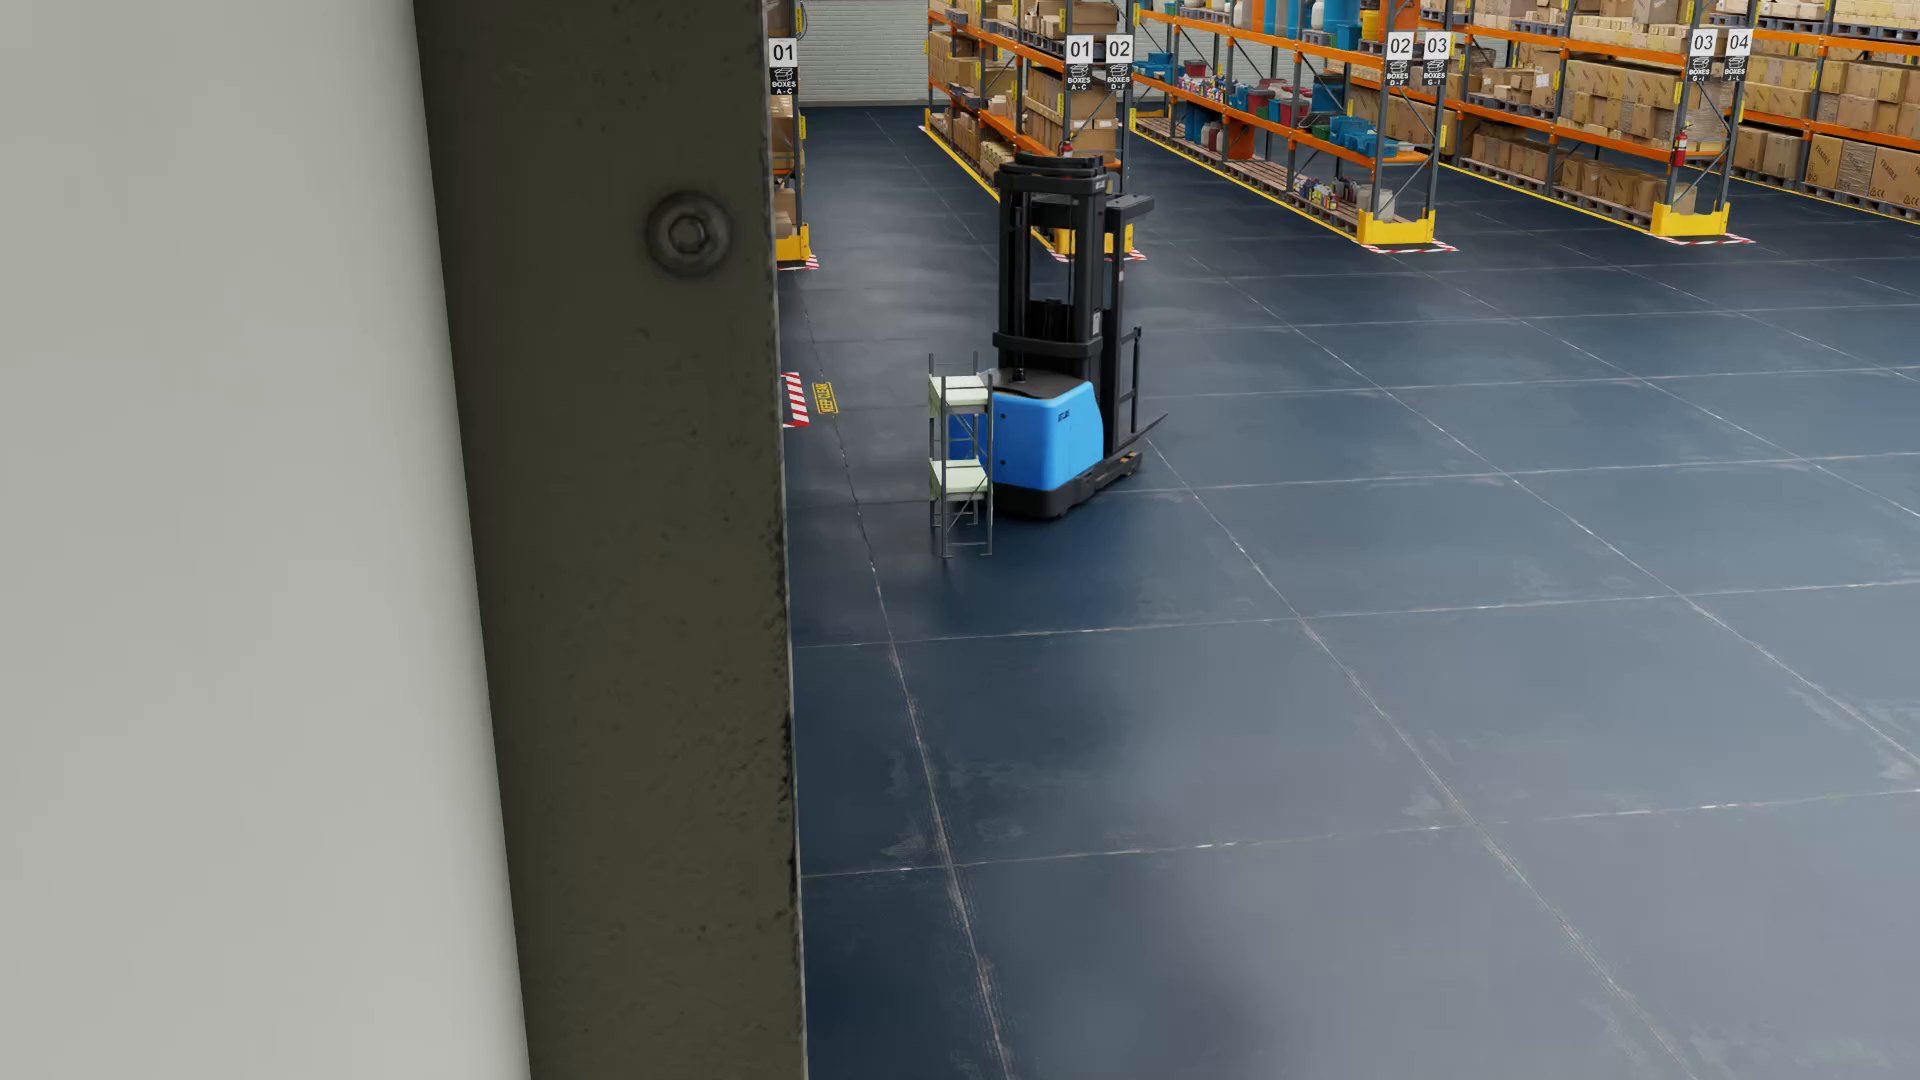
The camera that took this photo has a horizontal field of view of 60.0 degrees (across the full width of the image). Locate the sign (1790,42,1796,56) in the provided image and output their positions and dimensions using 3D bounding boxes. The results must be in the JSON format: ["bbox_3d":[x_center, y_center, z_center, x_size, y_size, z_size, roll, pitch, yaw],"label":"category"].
[{"bbox_3d":[19.378,-11.435,38.696,0.100,0.325,0.005,-3,21,-8],"label":"sign"}]

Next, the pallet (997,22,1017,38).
[{"bbox_3d":[1.245,-9.337,30.412,1.003,0.211,1.213,-2,21,-5],"label":"pallet"}]

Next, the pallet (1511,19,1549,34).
[{"bbox_3d":[11.138,-9.647,31.239,1.213,0.211,1.003,-3,21,-8],"label":"pallet"}]

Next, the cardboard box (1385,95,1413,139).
[{"bbox_3d":[10.233,-9.502,37.307,1.225,0.875,0.875,-3,21,-8],"label":"cardboard box"}]

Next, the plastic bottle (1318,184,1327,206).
[{"bbox_3d":[6.194,-5.890,28.355,0.144,0.351,0.185,-2,21,-6],"label":"plastic bottle"}]

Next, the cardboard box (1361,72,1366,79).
[{"bbox_3d":[9.604,-10.849,38.836,0.380,0.149,0.250,-3,21,-7],"label":"cardboard box"}]

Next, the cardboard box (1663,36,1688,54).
[{"bbox_3d":[11.530,-7.856,26.389,0.500,0.250,0.500,-2,21,-6],"label":"cardboard box"}]

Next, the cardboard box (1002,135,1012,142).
[{"bbox_3d":[1.111,-7.845,33.378,0.500,0.500,0.500,-2,21,-5],"label":"cardboard box"}]

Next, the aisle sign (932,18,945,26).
[{"bbox_3d":[-0.560,-12.635,39.542,0.394,0.787,0.004,-3,21,-8],"label":"aisle sign"}]

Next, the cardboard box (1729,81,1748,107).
[{"bbox_3d":[15.566,-8.879,33.059,0.500,0.500,0.500,-3,21,-8],"label":"cardboard box"}]

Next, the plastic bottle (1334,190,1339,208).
[{"bbox_3d":[6.347,-5.758,28.100,0.061,0.283,0.133,-3,21,-8],"label":"plastic bottle"}]

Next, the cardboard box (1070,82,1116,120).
[{"bbox_3d":[1.985,-6.704,25.380,0.700,0.500,0.500,-3,21,-8],"label":"cardboard box"}]

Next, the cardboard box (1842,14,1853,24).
[{"bbox_3d":[15.952,-9.265,29.564,0.380,0.149,0.250,-3,21,-8],"label":"cardboard box"}]

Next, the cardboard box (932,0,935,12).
[{"bbox_3d":[-0.377,-12.379,38.499,0.500,0.250,0.500,-3,21,-8],"label":"cardboard box"}]

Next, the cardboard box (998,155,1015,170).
[{"bbox_3d":[0.978,-6.903,30.440,0.500,0.311,0.500,-3,21,-8],"label":"cardboard box"}]

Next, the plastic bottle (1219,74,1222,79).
[{"bbox_3d":[5.676,-9.947,36.131,0.144,0.351,0.185,-3,21,-8],"label":"plastic bottle"}]

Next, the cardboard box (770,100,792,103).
[{"bbox_3d":[-2.917,-6.797,26.741,0.500,0.500,0.500,-4,21,-9],"label":"cardboard box"}]

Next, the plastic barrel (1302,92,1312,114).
[{"bbox_3d":[6.452,-7.908,30.407,0.433,0.535,0.433,0,20,0],"label":"plastic barrel"}]

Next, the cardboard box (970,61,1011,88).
[{"bbox_3d":[0.633,-9.658,34.545,0.700,0.500,0.500,-8,22,-21],"label":"cardboard box"}]

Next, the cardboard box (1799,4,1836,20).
[{"bbox_3d":[15.937,-9.782,30.803,0.500,0.250,0.500,-3,21,-7],"label":"cardboard box"}]

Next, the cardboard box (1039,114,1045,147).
[{"bbox_3d":[1.692,-6.791,27.467,0.700,0.500,0.500,-3,21,-7],"label":"cardboard box"}]

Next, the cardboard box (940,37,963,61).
[{"bbox_3d":[-0.161,-11.052,37.448,0.500,0.500,0.500,-3,21,-7],"label":"cardboard box"}]

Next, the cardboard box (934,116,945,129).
[{"bbox_3d":[-0.317,-9.777,38.908,0.500,0.250,0.500,-3,21,-8],"label":"cardboard box"}]

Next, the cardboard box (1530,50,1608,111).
[{"bbox_3d":[11.298,-8.512,30.760,1.000,1.000,1.000,-3,21,-7],"label":"cardboard box"}]

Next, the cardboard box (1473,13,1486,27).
[{"bbox_3d":[10.513,-10.296,32.923,0.500,0.250,0.500,-3,21,-7],"label":"cardboard box"}]

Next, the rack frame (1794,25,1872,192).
[{"bbox_3d":[16.197,-7.967,30.759,1.000,3.000,0.127,-3,21,-8],"label":"rack frame"}]

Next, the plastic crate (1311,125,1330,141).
[{"bbox_3d":[6.289,-6.918,28.255,0.450,0.188,0.662,-3,21,-8],"label":"plastic crate"}]

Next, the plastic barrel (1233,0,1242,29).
[{"bbox_3d":[5.538,-10.221,32.349,0.421,0.512,0.421,0,20,0],"label":"plastic barrel"}]

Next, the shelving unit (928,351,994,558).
[{"bbox_3d":[0.001,-0.700,13.448,0.431,1.500,0.755,-3,21,-8],"label":"shelving unit"}]

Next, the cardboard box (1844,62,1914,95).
[{"bbox_3d":[16.410,-8.229,29.703,0.875,0.550,0.550,-3,21,-8],"label":"cardboard box"}]

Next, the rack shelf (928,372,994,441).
[{"bbox_3d":[0.001,-1.066,13.311,0.431,0.370,0.720,-3,21,-8],"label":"rack shelf"}]

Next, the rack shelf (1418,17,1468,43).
[{"bbox_3d":[10.409,-10.897,35.346,1.077,0.370,4.000,-3,21,-8],"label":"rack shelf"}]

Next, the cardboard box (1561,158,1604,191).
[{"bbox_3d":[11.292,-6.637,30.171,0.500,0.500,0.500,-4,21,-9],"label":"cardboard box"}]

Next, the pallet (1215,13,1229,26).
[{"bbox_3d":[5.783,-10.473,33.453,1.003,0.211,1.213,-3,21,-8],"label":"pallet"}]

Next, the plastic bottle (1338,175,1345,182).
[{"bbox_3d":[6.751,-6.259,29.343,0.144,0.351,0.185,-3,21,-9],"label":"plastic bottle"}]

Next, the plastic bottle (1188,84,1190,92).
[{"bbox_3d":[4.980,-9.763,35.854,0.097,0.201,0.097,0,20,0],"label":"plastic bottle"}]

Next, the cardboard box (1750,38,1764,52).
[{"bbox_3d":[19.438,-12.038,40.087,0.500,0.500,0.500,-3,21,-7],"label":"cardboard box"}]

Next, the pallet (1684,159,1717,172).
[{"bbox_3d":[15.659,-7.769,34.214,1.003,0.211,1.213,-3,21,-8],"label":"pallet"}]

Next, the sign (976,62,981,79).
[{"bbox_3d":[0.359,-9.113,32.286,0.100,0.325,0.005,-3,21,-8],"label":"sign"}]

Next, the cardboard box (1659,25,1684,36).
[{"bbox_3d":[11.432,-8.154,26.618,0.380,0.149,0.250,-4,21,-10],"label":"cardboard box"}]

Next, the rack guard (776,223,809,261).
[{"bbox_3d":[-2.865,-4.473,24.976,1.175,0.500,0.348,-3,21,-8],"label":"rack guard"}]

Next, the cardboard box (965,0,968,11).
[{"bbox_3d":[0.436,-11.310,34.538,0.600,0.600,0.600,-3,21,-8],"label":"cardboard box"}]

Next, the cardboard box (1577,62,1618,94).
[{"bbox_3d":[11.161,-8.065,29.024,0.500,0.500,0.500,-3,21,-8],"label":"cardboard box"}]

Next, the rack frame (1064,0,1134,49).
[{"bbox_3d":[2.047,-8.679,24.091,1.000,3.000,0.127,-3,21,-8],"label":"rack frame"}]

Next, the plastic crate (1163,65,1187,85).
[{"bbox_3d":[4.815,-10.437,37.310,0.392,0.384,0.575,-3,21,-8],"label":"plastic crate"}]

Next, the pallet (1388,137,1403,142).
[{"bbox_3d":[10.307,-8.952,37.382,1.003,0.211,1.213,-3,21,-8],"label":"pallet"}]

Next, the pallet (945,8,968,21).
[{"bbox_3d":[0.342,-11.111,35.159,1.213,0.211,1.003,-3,21,-8],"label":"pallet"}]

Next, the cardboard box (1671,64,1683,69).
[{"bbox_3d":[15.096,-9.856,34.726,0.380,0.149,0.250,-4,21,-10],"label":"cardboard box"}]

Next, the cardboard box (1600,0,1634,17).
[{"bbox_3d":[11.591,-9.434,29.119,0.500,0.500,0.500,-4,21,-9],"label":"cardboard box"}]

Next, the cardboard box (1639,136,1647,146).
[{"bbox_3d":[11.462,-6.595,27.446,0.380,0.149,0.250,-3,21,-8],"label":"cardboard box"}]

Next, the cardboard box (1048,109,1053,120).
[{"bbox_3d":[1.616,-6.790,26.539,0.380,0.149,0.250,-2,21,-6],"label":"cardboard box"}]

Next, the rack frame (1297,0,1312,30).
[{"bbox_3d":[6.373,-10.312,28.465,1.000,3.000,0.127,-3,21,-8],"label":"rack frame"}]

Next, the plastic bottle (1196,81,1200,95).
[{"bbox_3d":[5.066,-9.589,35.288,0.097,0.271,0.097,0,20,0],"label":"plastic bottle"}]

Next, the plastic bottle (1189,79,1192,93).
[{"bbox_3d":[4.978,-9.761,35.730,0.061,0.283,0.133,-3,21,-8],"label":"plastic bottle"}]

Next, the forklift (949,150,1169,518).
[{"bbox_3d":[1.042,-2.030,14.962,1.130,2.935,3.031,11,23,27],"label":"forklift"}]

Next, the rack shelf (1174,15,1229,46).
[{"bbox_3d":[5.508,-10.647,34.678,1.077,0.370,4.000,-3,21,-8],"label":"rack shelf"}]

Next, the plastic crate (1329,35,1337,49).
[{"bbox_3d":[6.331,-8.248,27.527,0.336,0.188,0.450,-3,21,-8],"label":"plastic crate"}]

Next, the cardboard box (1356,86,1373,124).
[{"bbox_3d":[9.975,-10.267,39.355,0.875,0.875,0.875,-3,21,-8],"label":"cardboard box"}]
